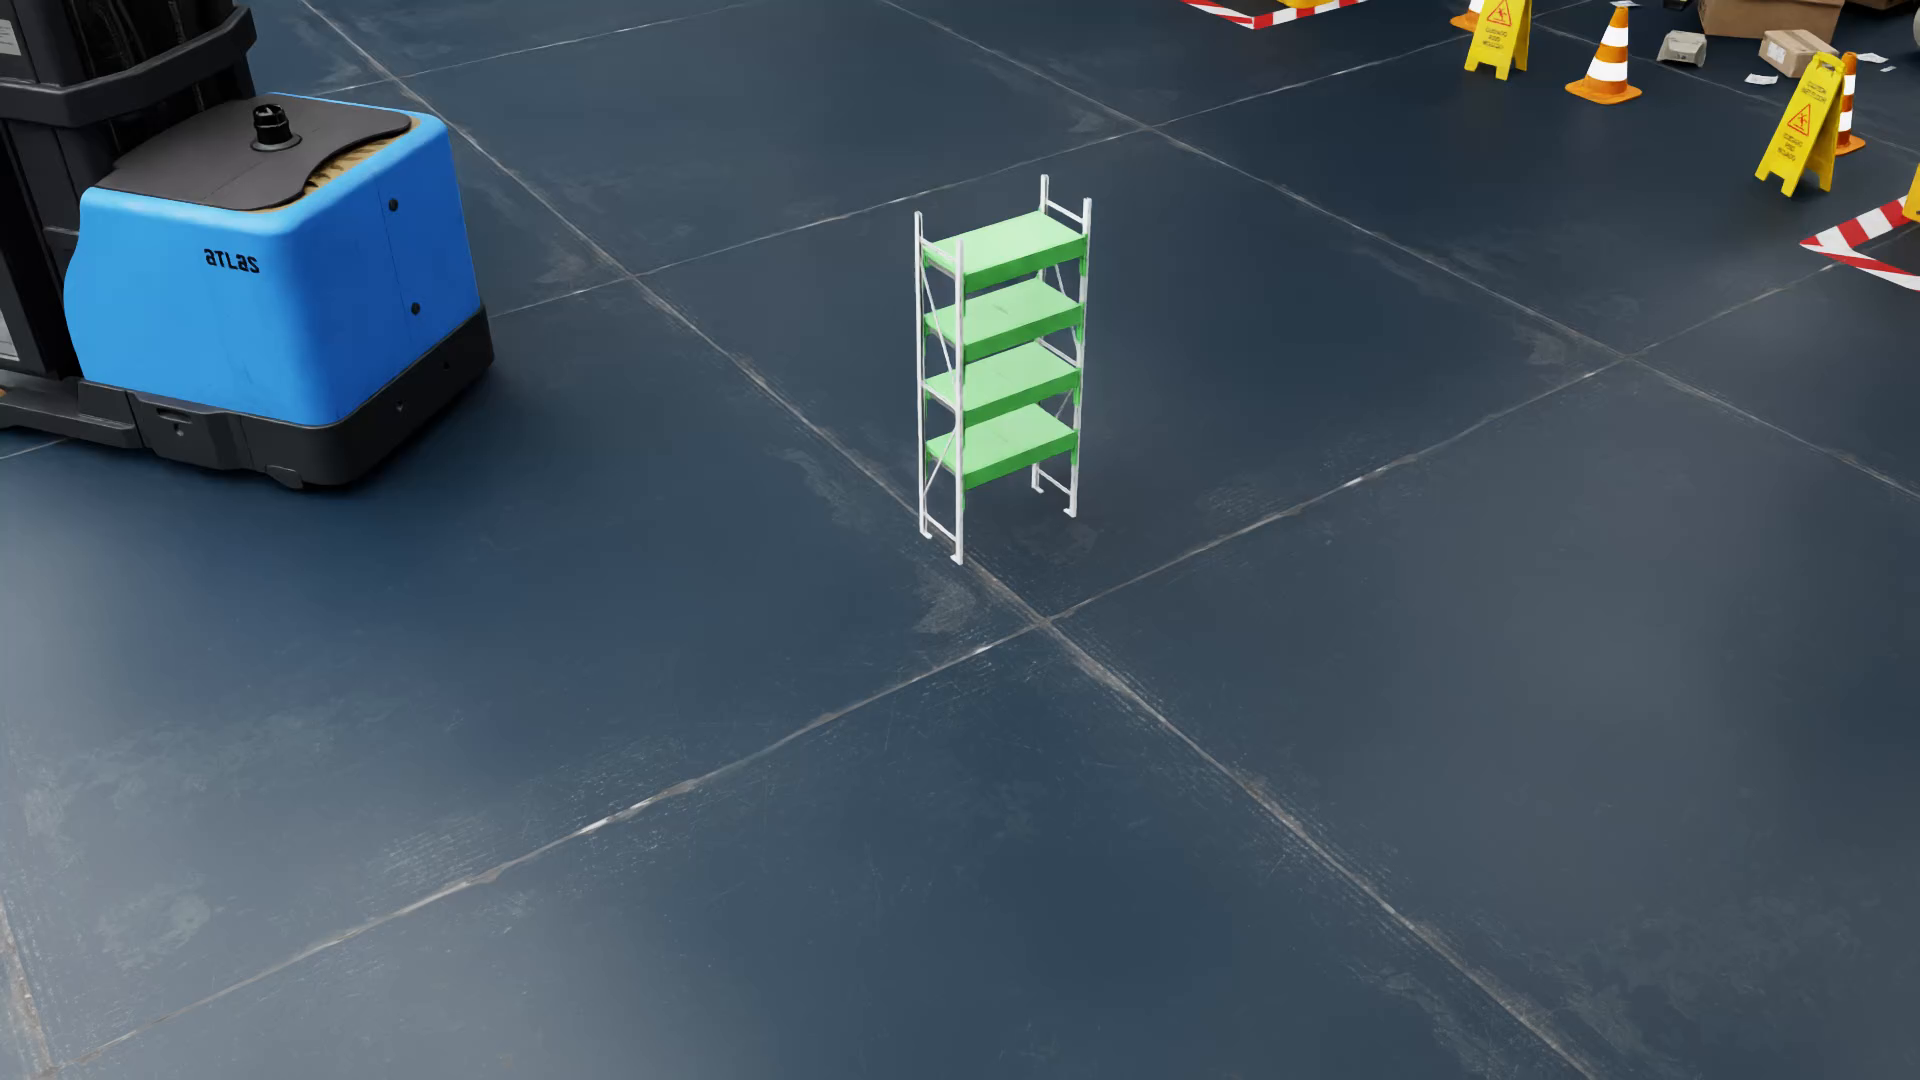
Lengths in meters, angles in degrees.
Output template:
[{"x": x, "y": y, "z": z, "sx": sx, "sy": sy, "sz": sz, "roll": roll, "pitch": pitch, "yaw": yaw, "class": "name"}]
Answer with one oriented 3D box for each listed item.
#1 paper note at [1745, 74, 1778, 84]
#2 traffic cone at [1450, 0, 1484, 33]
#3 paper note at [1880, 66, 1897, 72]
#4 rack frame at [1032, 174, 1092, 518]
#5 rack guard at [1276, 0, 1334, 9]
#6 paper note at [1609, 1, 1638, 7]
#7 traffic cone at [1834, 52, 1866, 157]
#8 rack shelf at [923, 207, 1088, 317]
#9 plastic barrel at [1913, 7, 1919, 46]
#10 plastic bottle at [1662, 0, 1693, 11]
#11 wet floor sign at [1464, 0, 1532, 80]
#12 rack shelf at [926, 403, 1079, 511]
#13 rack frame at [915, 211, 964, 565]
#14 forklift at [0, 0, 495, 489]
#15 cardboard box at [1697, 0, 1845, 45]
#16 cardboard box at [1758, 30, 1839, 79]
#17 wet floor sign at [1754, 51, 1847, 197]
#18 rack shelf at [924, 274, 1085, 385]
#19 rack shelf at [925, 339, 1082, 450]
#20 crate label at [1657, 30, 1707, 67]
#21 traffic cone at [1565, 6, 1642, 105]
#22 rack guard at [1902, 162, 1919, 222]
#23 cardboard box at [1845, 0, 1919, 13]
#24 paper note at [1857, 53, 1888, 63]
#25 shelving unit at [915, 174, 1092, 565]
[{"x": 4.493, "y": -2.586, "z": 9.319, "sx": 0.148, "sy": 0.019, "sz": 0.142, "roll": 22, "pitch": 41, "yaw": 28, "class": "paper note"}, {"x": 3.185, "y": -3.323, "z": 9.974, "sx": 0.334, "sy": 0.463, "sz": 0.336, "roll": -22, "pitch": 41, "yaw": -28, "class": "traffic cone"}, {"x": 5.289, "y": -2.683, "z": 9.472, "sx": 0.123, "sy": 0.001, "sz": 0.032, "roll": -22, "pitch": 41, "yaw": -28, "class": "paper note"}, {"x": 0.335, "y": -0.625, "z": 5.591, "sx": 0.015, "sy": 1.200, "sz": 0.240, "roll": -22, "pitch": 41, "yaw": -28, "class": "rack frame"}, {"x": 1.914, "y": -3.829, "z": 10.645, "sx": 0.348, "sy": 0.500, "sz": 1.175, "roll": -22, "pitch": 41, "yaw": -28, "class": "rack guard"}, {"x": 4.159, "y": -3.349, "z": 10.381, "sx": 0.142, "sy": 0.017, "sz": 0.144, "roll": -9, "pitch": 37, "yaw": -12, "class": "paper note"}, {"x": 4.476, "y": -2.254, "z": 8.487, "sx": 0.334, "sy": 0.463, "sz": 0.336, "roll": -22, "pitch": 41, "yaw": -28, "class": "traffic cone"}, {"x": 0.135, "y": -0.881, "z": 5.234, "sx": 0.480, "sy": 0.148, "sz": 0.258, "roll": -22, "pitch": 41, "yaw": -28, "class": "rack shelf"}, {"x": 5.684, "y": -2.895, "z": 9.412, "sx": 0.421, "sy": 0.421, "sz": 0.512, "roll": 3, "pitch": 36, "yaw": 4, "class": "plastic barrel"}, {"x": 4.505, "y": -3.387, "z": 10.407, "sx": 0.133, "sy": 0.061, "sz": 0.283, "roll": 22, "pitch": 41, "yaw": 28, "class": "plastic bottle"}, {"x": 3.050, "y": -2.941, "z": 9.287, "sx": 0.267, "sy": 0.644, "sz": 0.232, "roll": 30, "pitch": 45, "yaw": 35, "class": "wet floor sign"}, {"x": 0.135, "y": -0.296, "z": 5.655, "sx": 0.480, "sy": 0.148, "sz": 0.258, "roll": -22, "pitch": 41, "yaw": -28, "class": "rack shelf"}, {"x": -0.064, "y": -0.461, "z": 5.363, "sx": 0.015, "sy": 1.200, "sz": 0.240, "roll": -22, "pitch": 41, "yaw": -28, "class": "rack frame"}, {"x": -3.429, "y": -1.886, "z": 5.862, "sx": 3.031, "sy": 2.935, "sz": 1.130, "roll": 11, "pitch": 37, "yaw": 15, "class": "forklift"}, {"x": 4.845, "y": -3.309, "z": 9.920, "sx": 0.797, "sy": 0.503, "sz": 0.637, "roll": 9, "pitch": 37, "yaw": 12, "class": "cardboard box"}, {"x": 4.775, "y": -2.771, "z": 9.475, "sx": 0.250, "sy": 0.149, "sz": 0.380, "roll": -3, "pitch": 36, "yaw": -4, "class": "cardboard box"}, {"x": 4.096, "y": -2.014, "z": 7.998, "sx": 0.232, "sy": 0.644, "sz": 0.267, "roll": -9, "pitch": 37, "yaw": -12, "class": "wet floor sign"}, {"x": 0.135, "y": -0.686, "z": 5.374, "sx": 0.480, "sy": 0.148, "sz": 0.258, "roll": -22, "pitch": 41, "yaw": -28, "class": "rack shelf"}, {"x": 0.135, "y": -0.491, "z": 5.514, "sx": 0.480, "sy": 0.148, "sz": 0.258, "roll": -22, "pitch": 41, "yaw": -28, "class": "rack shelf"}, {"x": 4.165, "y": -2.831, "z": 9.569, "sx": 0.250, "sy": 0.136, "sz": 0.298, "roll": 15, "pitch": 38, "yaw": 20, "class": "crate label"}, {"x": 3.558, "y": -2.669, "z": 9.065, "sx": 0.334, "sy": 0.463, "sz": 0.336, "roll": -22, "pitch": 41, "yaw": -28, "class": "traffic cone"}, {"x": 4.930, "y": -1.534, "z": 7.455, "sx": 0.348, "sy": 0.500, "sz": 1.175, "roll": -22, "pitch": 41, "yaw": -28, "class": "rack guard"}, {"x": 5.604, "y": -3.682, "z": 10.323, "sx": 0.503, "sy": 0.637, "sz": 0.797, "roll": -22, "pitch": 41, "yaw": -28, "class": "cardboard box"}, {"x": 5.274, "y": -2.795, "z": 9.620, "sx": 0.142, "sy": 0.019, "sz": 0.148, "roll": -9, "pitch": 37, "yaw": -12, "class": "paper note"}, {"x": 0.135, "y": -0.543, "z": 5.477, "sx": 0.503, "sy": 1.200, "sz": 0.258, "roll": -22, "pitch": 41, "yaw": -28, "class": "shelving unit"}]
